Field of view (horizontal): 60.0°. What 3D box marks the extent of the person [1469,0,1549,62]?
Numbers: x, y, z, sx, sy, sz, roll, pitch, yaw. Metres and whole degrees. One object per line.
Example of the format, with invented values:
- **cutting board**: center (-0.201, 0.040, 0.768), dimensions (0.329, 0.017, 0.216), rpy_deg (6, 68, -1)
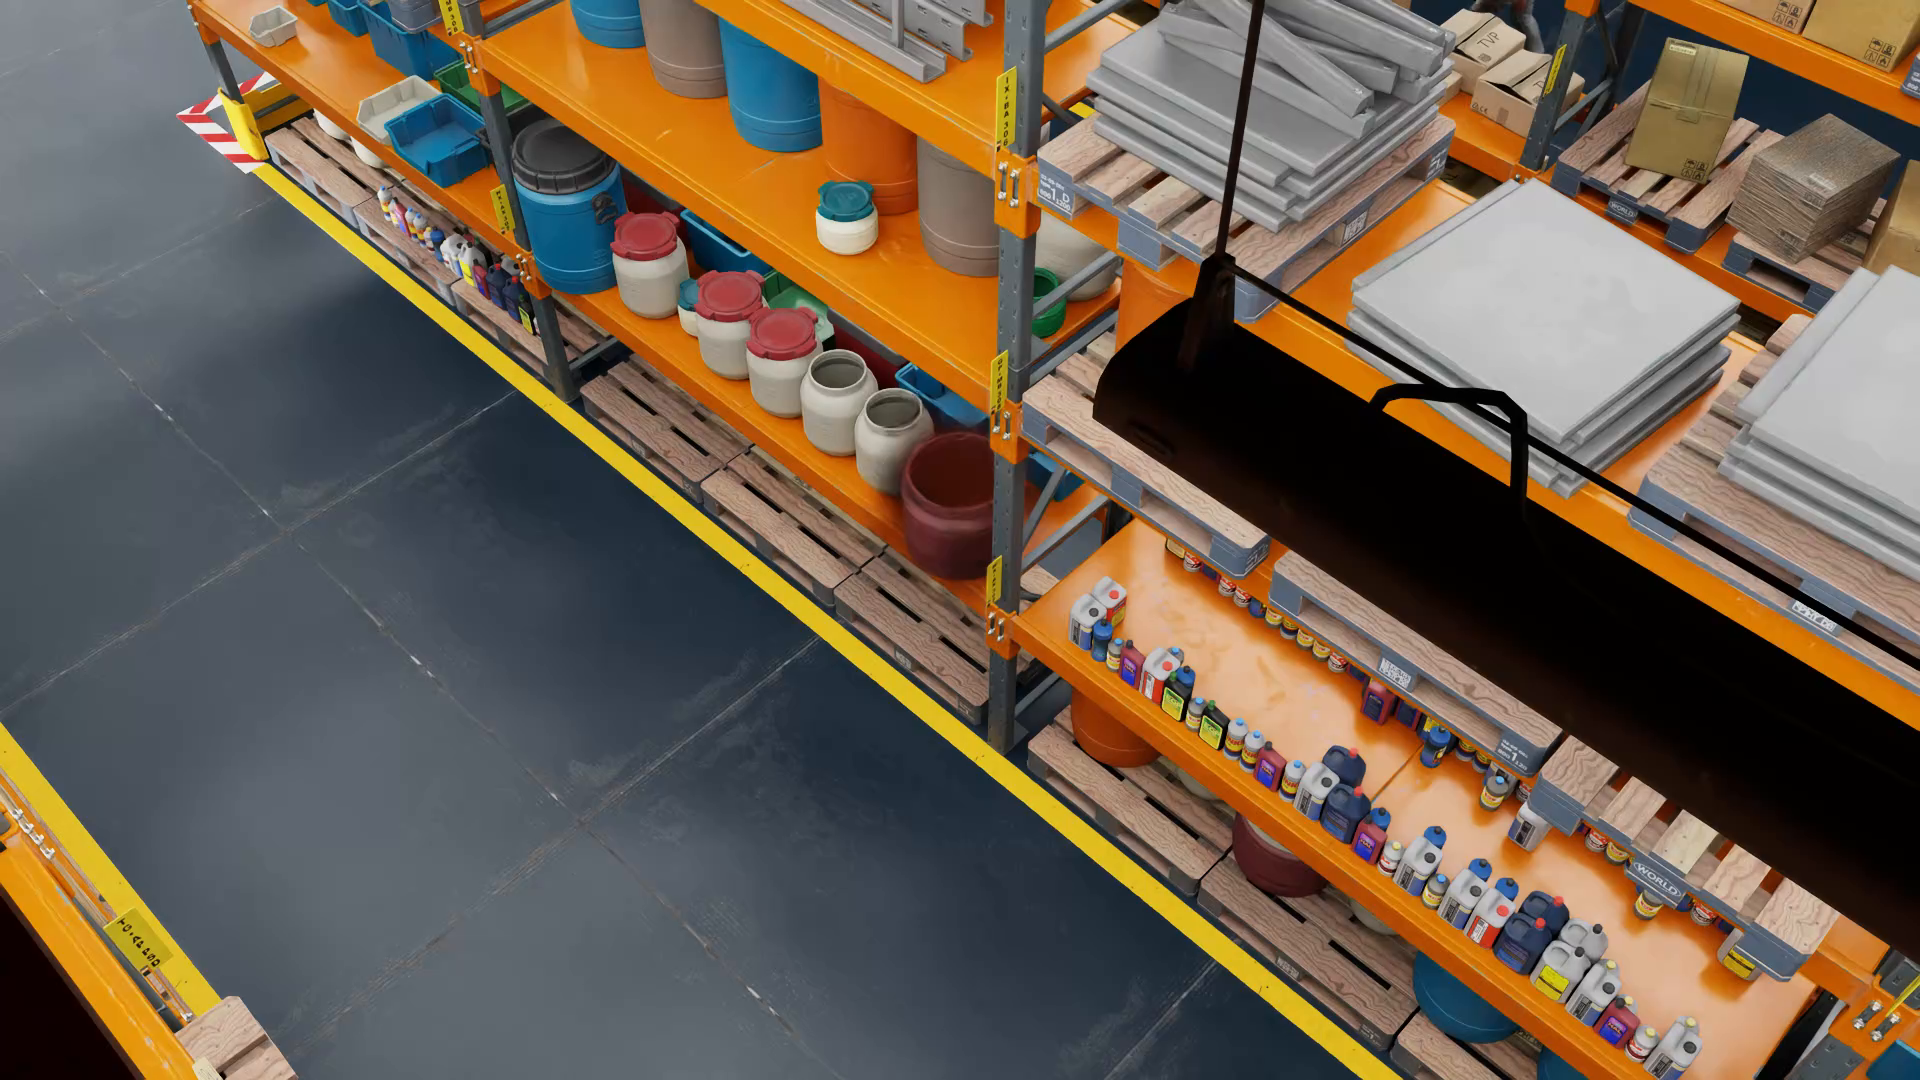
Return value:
- **person**: center (4.287, -4.470, 12.995), dimensions (1.015, 1.710, 0.537), rpy_deg (23, 54, 18)
